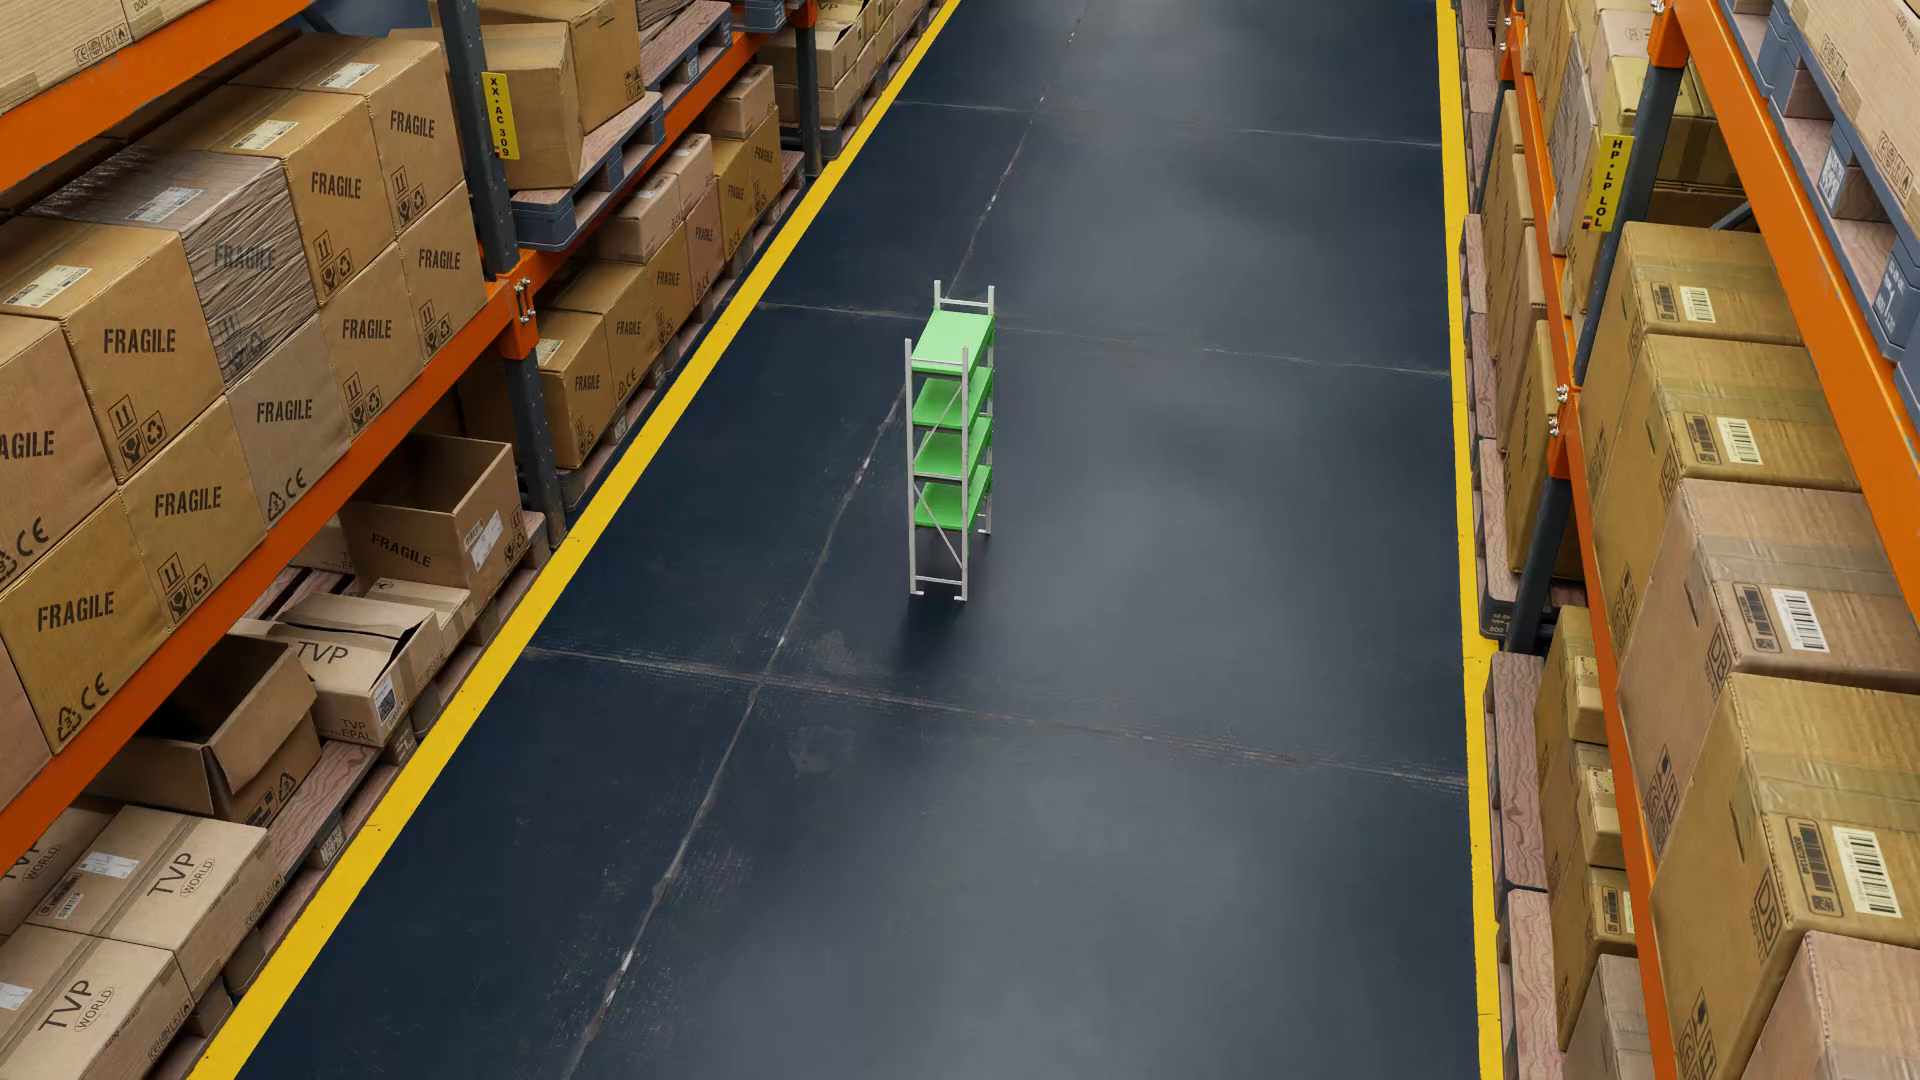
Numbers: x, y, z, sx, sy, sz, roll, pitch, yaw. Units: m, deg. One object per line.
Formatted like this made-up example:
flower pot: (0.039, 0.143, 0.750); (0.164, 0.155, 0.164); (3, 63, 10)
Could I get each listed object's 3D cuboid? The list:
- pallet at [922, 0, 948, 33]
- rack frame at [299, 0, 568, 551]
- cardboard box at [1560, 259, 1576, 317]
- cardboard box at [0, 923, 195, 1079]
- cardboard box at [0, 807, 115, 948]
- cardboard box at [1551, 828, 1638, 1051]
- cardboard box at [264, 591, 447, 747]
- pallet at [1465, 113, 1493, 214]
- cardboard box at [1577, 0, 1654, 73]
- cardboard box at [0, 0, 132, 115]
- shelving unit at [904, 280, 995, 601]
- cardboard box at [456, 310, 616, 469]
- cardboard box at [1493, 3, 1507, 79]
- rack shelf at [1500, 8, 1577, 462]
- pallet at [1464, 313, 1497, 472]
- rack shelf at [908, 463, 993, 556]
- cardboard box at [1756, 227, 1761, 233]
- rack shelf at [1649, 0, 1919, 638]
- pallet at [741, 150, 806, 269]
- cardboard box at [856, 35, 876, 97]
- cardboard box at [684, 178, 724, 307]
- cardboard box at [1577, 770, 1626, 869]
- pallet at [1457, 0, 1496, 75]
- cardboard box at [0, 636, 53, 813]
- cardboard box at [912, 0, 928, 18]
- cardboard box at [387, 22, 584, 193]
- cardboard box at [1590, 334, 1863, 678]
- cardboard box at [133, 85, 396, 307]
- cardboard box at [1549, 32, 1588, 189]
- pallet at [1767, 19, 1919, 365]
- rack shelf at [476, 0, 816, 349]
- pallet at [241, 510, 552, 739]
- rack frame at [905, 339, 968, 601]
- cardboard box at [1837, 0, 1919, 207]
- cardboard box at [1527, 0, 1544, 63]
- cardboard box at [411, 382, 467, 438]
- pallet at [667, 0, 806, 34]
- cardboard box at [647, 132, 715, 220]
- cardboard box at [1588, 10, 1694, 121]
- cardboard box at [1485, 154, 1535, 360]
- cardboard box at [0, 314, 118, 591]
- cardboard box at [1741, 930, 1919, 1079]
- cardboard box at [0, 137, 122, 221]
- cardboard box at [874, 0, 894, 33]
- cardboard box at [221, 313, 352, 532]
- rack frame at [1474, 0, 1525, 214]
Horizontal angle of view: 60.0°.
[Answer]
pallet: (-0.630, -4.297, 12.998); (1.003, 0.211, 1.213); (7, 37, 10)
rack frame: (-2.219, -1.267, 6.441); (1.000, 3.000, 0.127); (7, 37, 10)
cardboard box: (2.448, -0.931, 6.176); (0.380, 0.149, 0.250); (8, 37, 11)
cardboard box: (-2.573, 1.399, 4.732); (0.500, 0.250, 0.500); (7, 37, 10)
cardboard box: (-2.966, 1.078, 5.174); (0.500, 0.250, 0.500); (7, 37, 10)
cardboard box: (2.139, 1.192, 4.822); (0.700, 0.500, 0.500); (8, 37, 11)
cardboard box: (-2.224, 0.436, 6.008); (0.500, 0.311, 0.500); (7, 37, 10)
pallet: (3.644, -2.260, 10.188); (1.003, 0.211, 1.213); (7, 37, 10)
cardboard box: (2.698, -2.005, 6.465); (0.500, 0.250, 0.500); (8, 37, 11)
cardboard box: (-2.390, -1.249, 3.989); (0.500, 0.250, 0.500); (7, 37, 10)
shelving unit: (-0.035, -0.391, 6.767); (0.258, 1.200, 0.503); (7, 37, 10)
cardboard box: (-1.878, -0.679, 7.386); (0.500, 0.500, 0.500); (6, 36, 8)
cardboard box: (3.979, -3.386, 11.121); (0.700, 0.500, 0.500); (8, 37, 10)
rack shelf: (3.048, -1.503, 7.381); (1.077, 0.370, 4.000); (7, 37, 10)
pallet: (2.971, -0.672, 7.997); (1.003, 0.211, 1.213); (7, 37, 10)
rack shelf: (-0.035, -0.145, 6.945); (0.258, 0.148, 0.480); (7, 37, 10)
cardboard box: (2.966, -1.049, 5.785); (0.500, 0.500, 0.500); (6, 36, 8)
rack shelf: (2.194, -0.424, 3.336); (1.077, 0.370, 4.000); (7, 37, 10)
pallet: (-1.561, -2.007, 9.840); (1.003, 0.211, 1.213); (7, 37, 10)
cardboard box: (-0.859, -3.168, 11.050); (0.500, 0.250, 0.500); (6, 36, 9)
cardboard box: (-1.552, -1.562, 8.604); (0.500, 0.500, 0.500); (6, 36, 8)
cardboard box: (1.998, 0.820, 4.782); (0.380, 0.149, 0.250); (6, 36, 9)
pallet: (4.165, -3.659, 12.118); (1.003, 0.211, 1.213); (7, 37, 10)
cardboard box: (-2.616, 0.468, 3.962); (0.500, 0.500, 0.500); (7, 37, 10)
cardboard box: (-0.534, -4.052, 12.270); (0.500, 0.250, 0.500); (8, 37, 11)
cardboard box: (-1.899, -1.721, 6.625); (0.700, 0.500, 0.500); (-4, 36, -6)
cardboard box: (2.328, -0.042, 4.497); (0.980, 0.700, 0.700); (6, 36, 9)
cardboard box: (-2.181, -1.095, 5.268); (0.500, 0.500, 0.500); (7, 36, 9)
cardboard box: (2.688, -1.694, 6.675); (0.500, 0.500, 0.500); (7, 37, 10)
pallet: (2.173, -0.661, 3.126); (1.003, 0.211, 1.213); (7, 37, 10)
rack shelf: (-1.792, -2.122, 8.235); (1.077, 0.370, 4.000); (7, 37, 10)
pallet: (-2.367, 0.256, 6.717); (1.003, 0.211, 1.213); (7, 37, 10)
rack frame: (-0.087, -0.251, 6.574); (0.240, 1.200, 0.015); (7, 37, 10)
cardboard box: (1.880, -0.770, 2.884); (0.500, 0.250, 0.500); (6, 36, 9)
cardboard box: (3.001, -2.564, 7.877); (0.500, 0.500, 0.500); (8, 37, 12)
cardboard box: (-2.394, -0.751, 7.486); (0.500, 0.500, 0.500); (7, 37, 10)
pallet: (-1.441, -3.085, 9.113); (1.213, 0.211, 1.003); (7, 37, 10)
cardboard box: (-1.558, -1.844, 8.354); (0.500, 0.250, 0.500); (7, 36, 9)
cardboard box: (2.590, -1.712, 6.062); (0.500, 0.250, 0.500); (8, 37, 11)
cardboard box: (2.997, -1.334, 8.009); (0.750, 0.750, 0.750); (7, 37, 10)
cardboard box: (-2.505, -0.227, 4.070); (0.500, 0.500, 0.500); (8, 37, 11)
cardboard box: (1.866, 1.230, 2.741); (0.980, 0.700, 0.700); (9, 37, 12)
cardboard box: (-2.815, -0.886, 4.980); (0.500, 0.500, 0.500); (6, 36, 9)
cardboard box: (-0.751, -3.701, 11.308); (0.500, 0.311, 0.500); (6, 36, 9)
cardboard box: (-2.291, -0.398, 5.158); (0.500, 0.500, 0.500); (8, 37, 11)
rack frame: (3.475, -2.941, 8.752); (1.000, 3.000, 0.127); (7, 37, 10)
